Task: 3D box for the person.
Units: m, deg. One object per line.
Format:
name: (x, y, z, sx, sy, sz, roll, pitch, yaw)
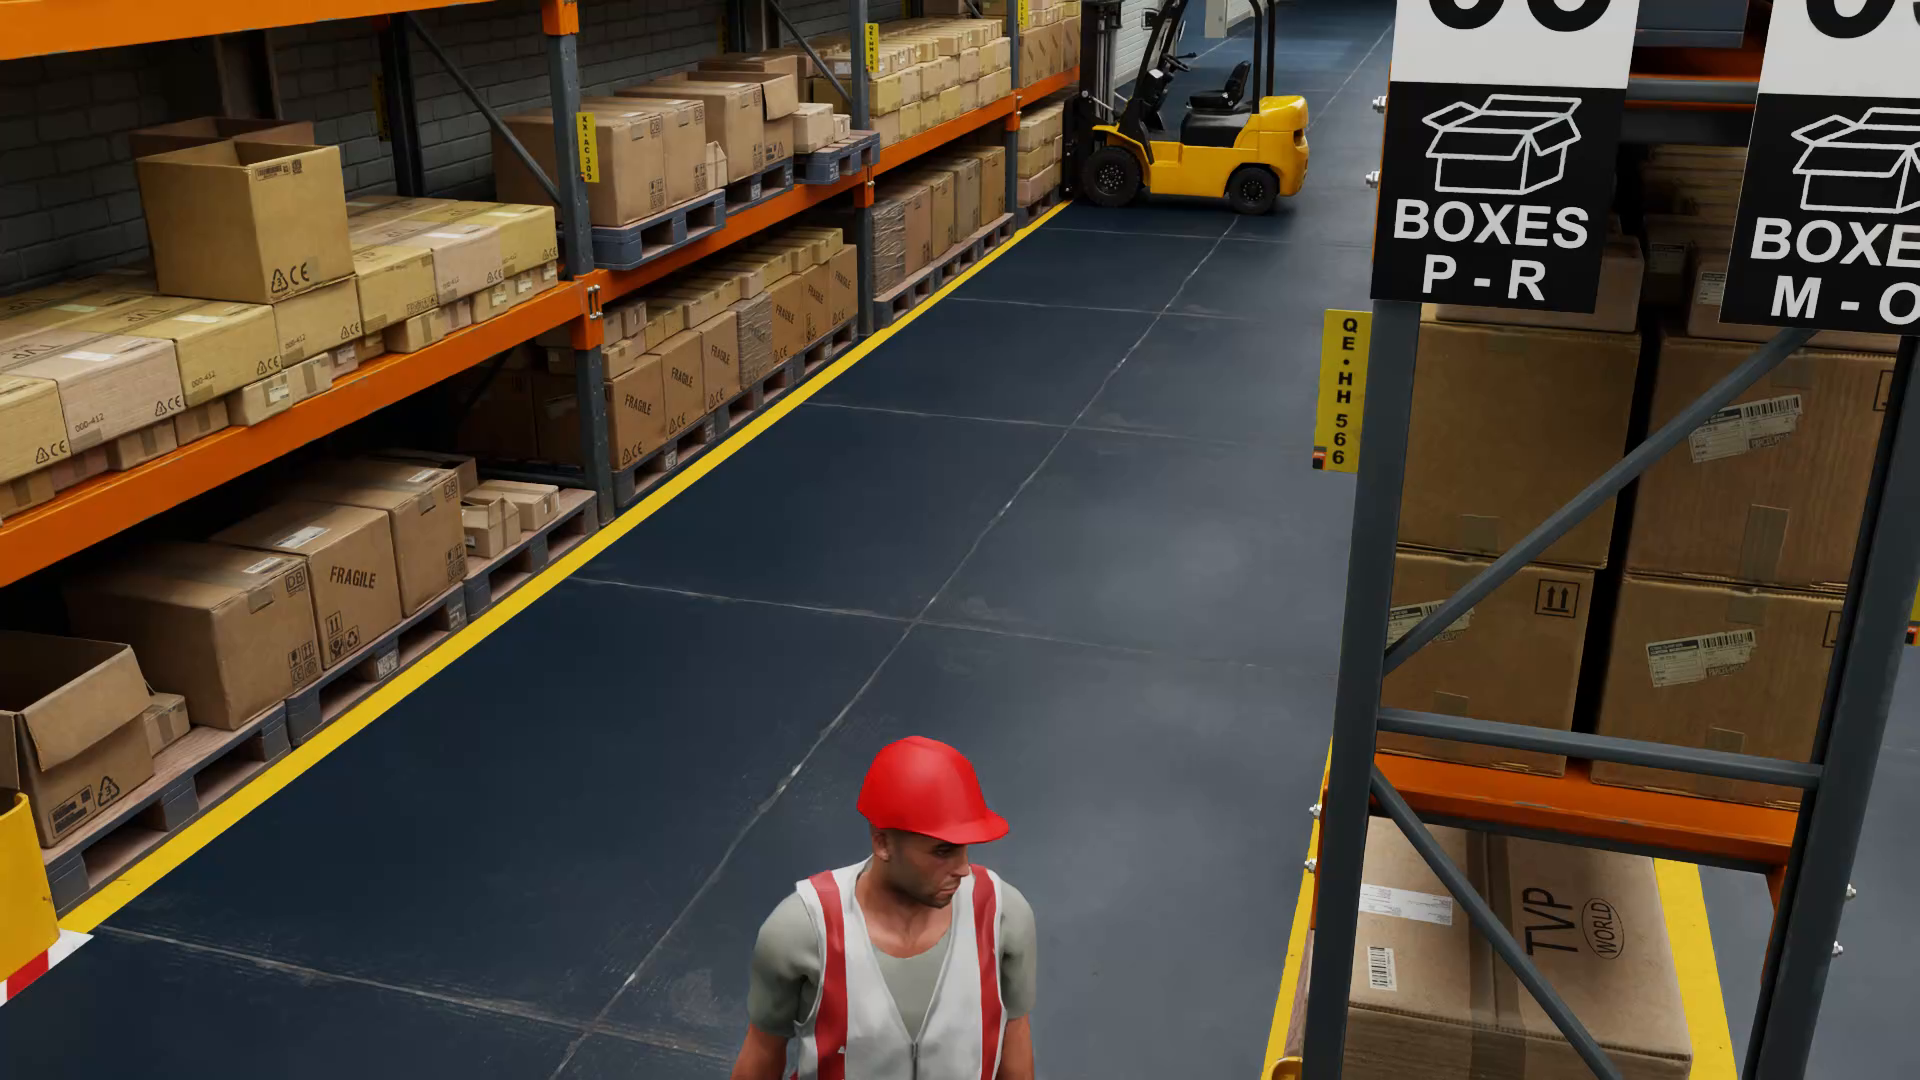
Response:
person: (-0.157, 1.162, 3.159, 0.623, 1.745, 0.911, -6, 23, -15)
